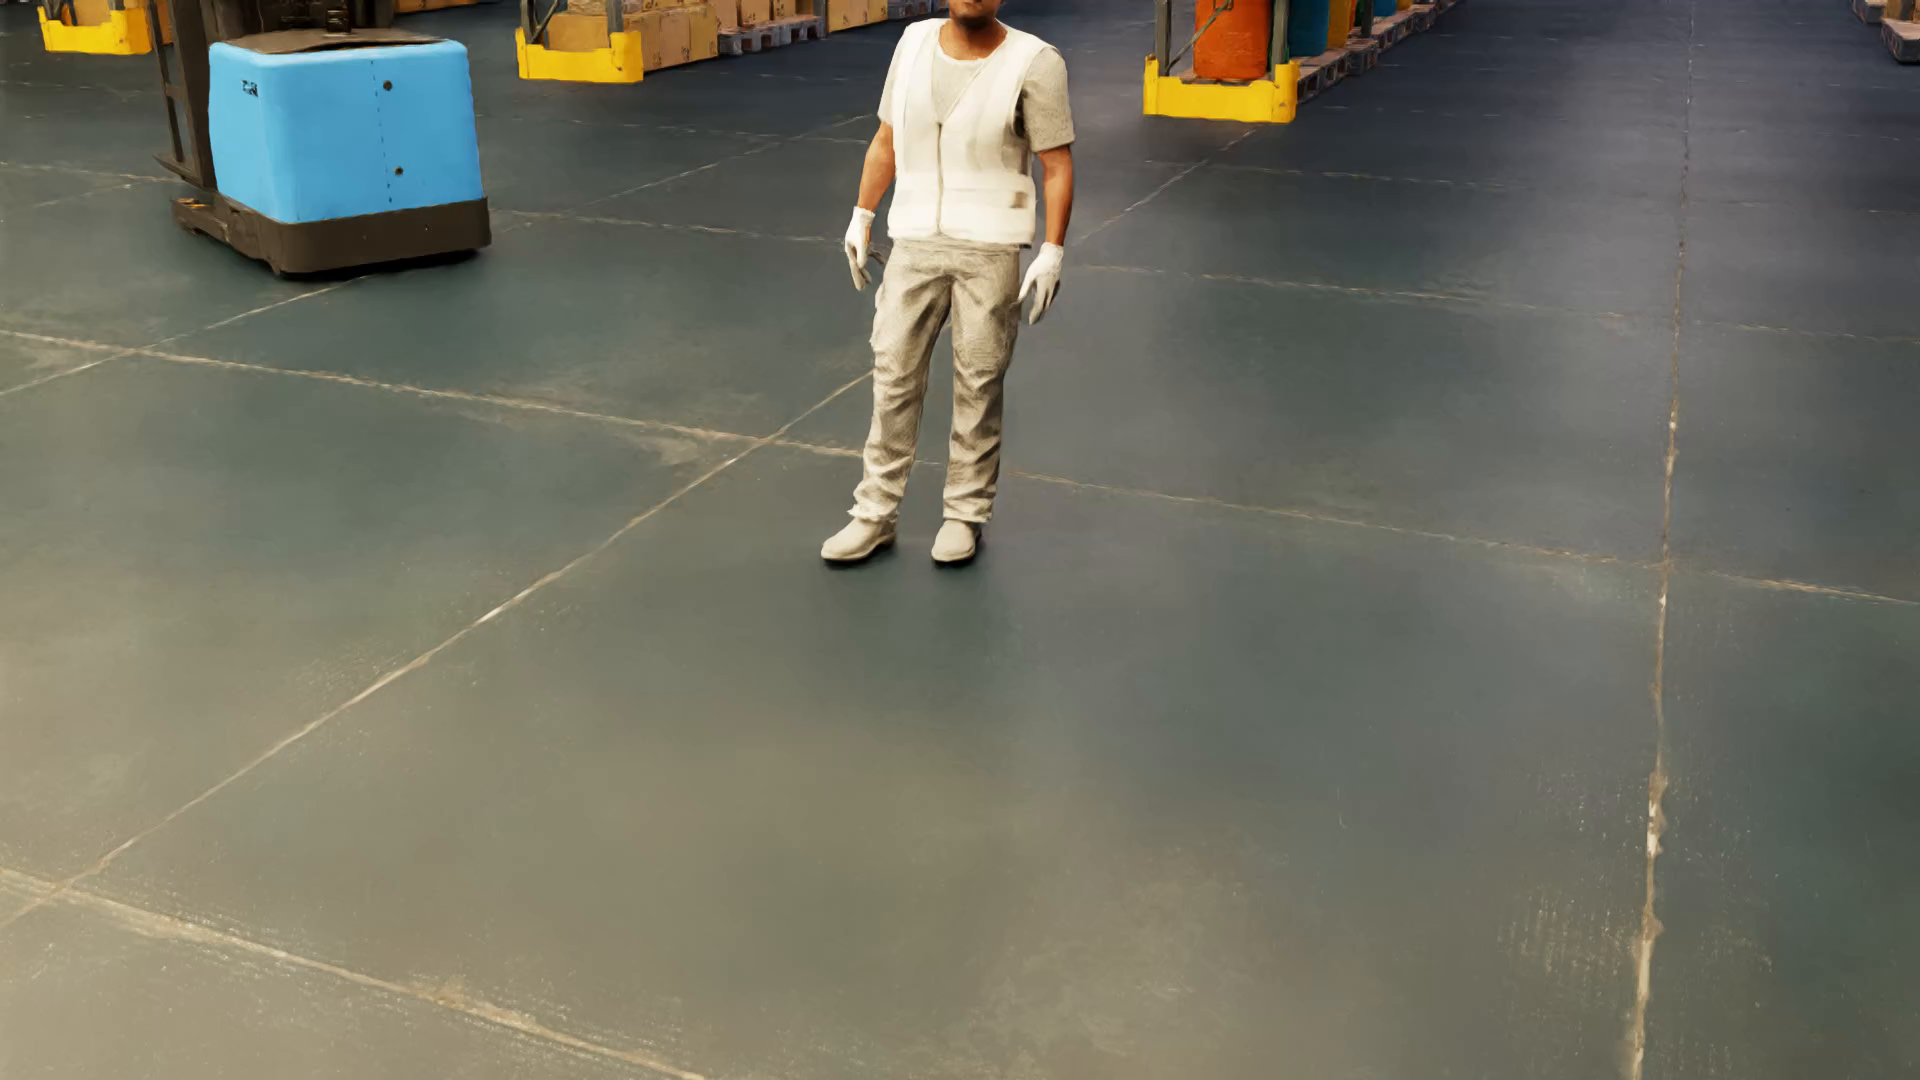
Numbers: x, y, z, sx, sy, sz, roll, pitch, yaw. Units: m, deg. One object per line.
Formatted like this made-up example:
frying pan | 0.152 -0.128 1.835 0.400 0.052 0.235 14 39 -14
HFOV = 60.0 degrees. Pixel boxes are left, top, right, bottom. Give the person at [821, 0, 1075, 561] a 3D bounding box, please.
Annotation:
person | -0.038 -0.801 4.680 0.655 1.782 0.558 9 24 21

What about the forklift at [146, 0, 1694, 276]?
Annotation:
forklift | 2.351 -6.976 17.982 23.089 2.935 10.963 -17 28 -35
